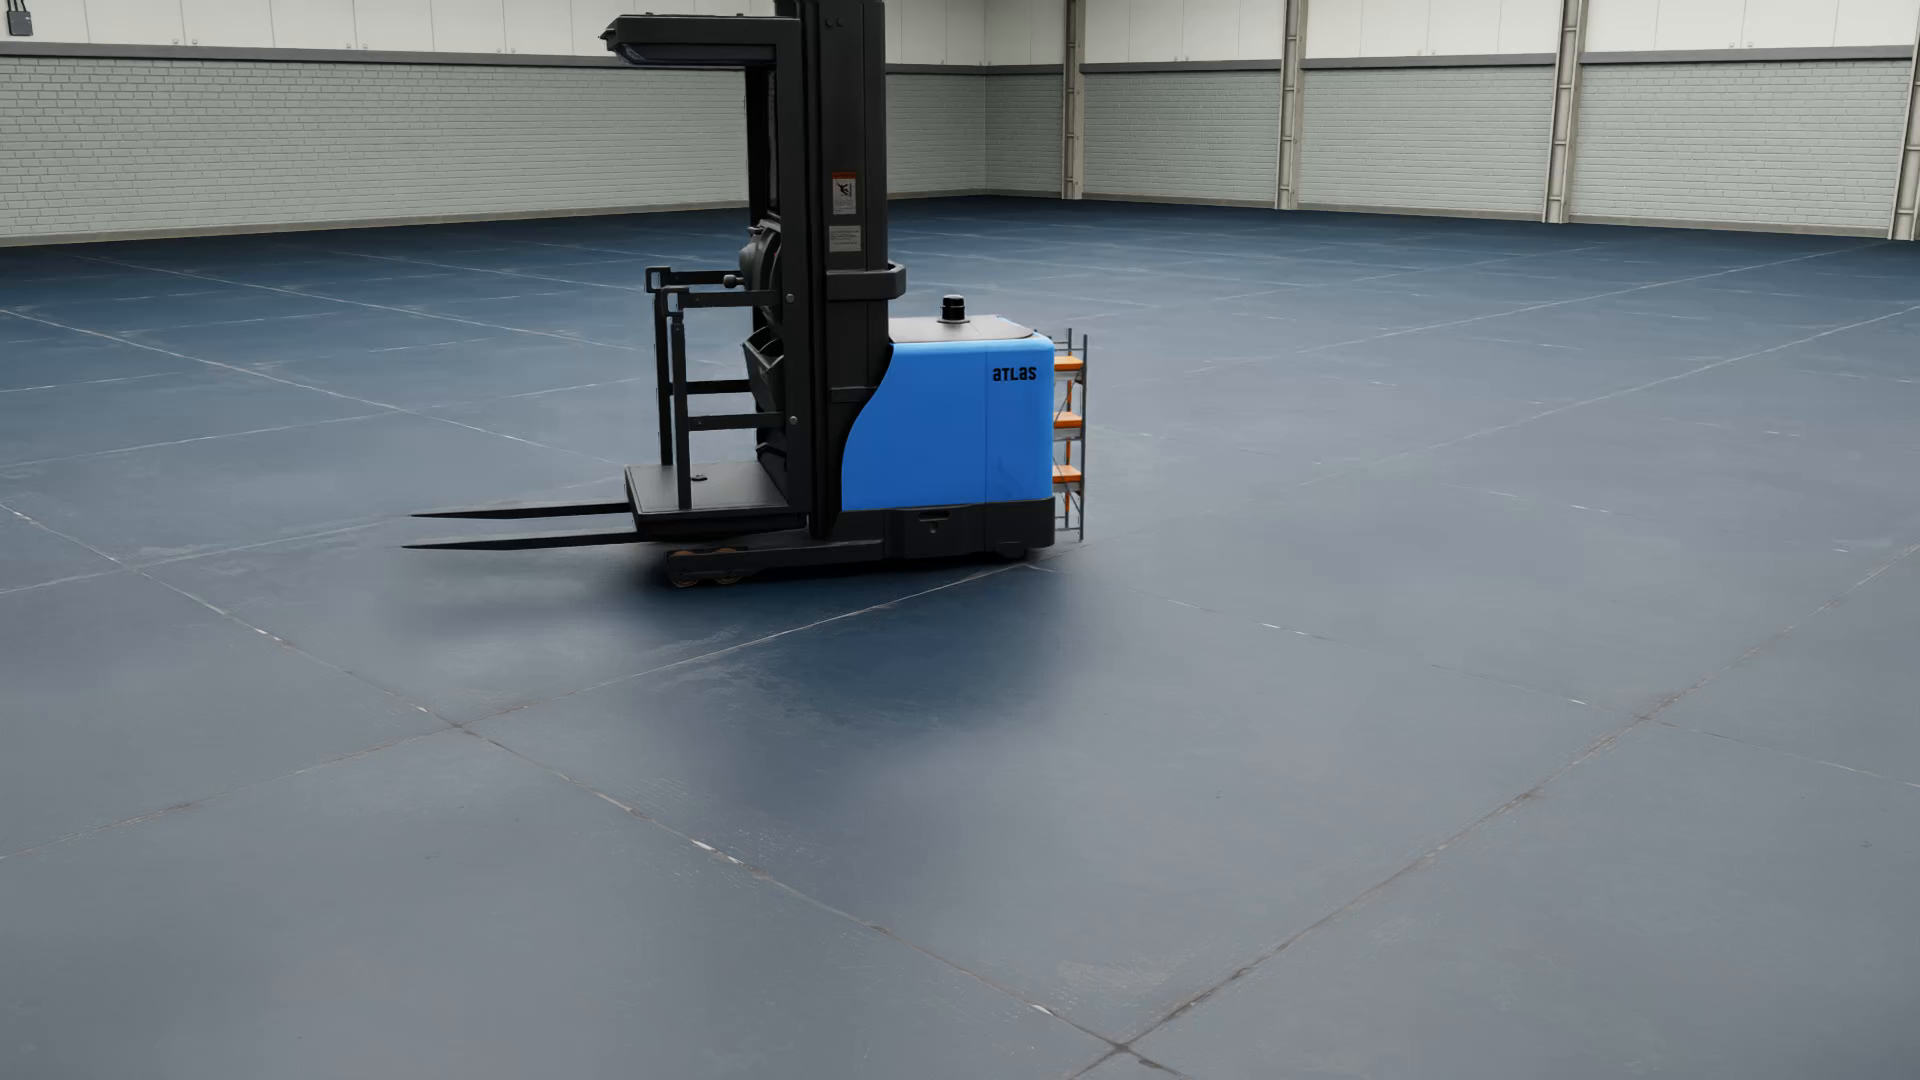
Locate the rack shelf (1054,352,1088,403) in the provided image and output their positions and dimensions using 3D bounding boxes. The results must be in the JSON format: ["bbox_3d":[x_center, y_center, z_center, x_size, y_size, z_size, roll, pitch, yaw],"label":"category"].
[{"bbox_3d":[0.494,-0.786,8.281,0.215,0.259,0.240,-4,15,-14],"label":"rack shelf"}]

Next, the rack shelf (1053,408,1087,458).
[{"bbox_3d":[0.494,-0.511,8.353,0.215,0.259,0.240,-4,15,-14],"label":"rack shelf"}]

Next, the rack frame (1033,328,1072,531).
[{"bbox_3d":[0.464,-0.551,8.465,0.200,1.050,0.008,-4,15,-14],"label":"rack frame"}]

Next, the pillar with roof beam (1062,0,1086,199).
[{"bbox_3d":[-0.321,-11.704,35.502,0.400,9.000,9.100,14,20,42],"label":"pillar with roof beam"}]

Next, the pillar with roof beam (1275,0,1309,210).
[{"bbox_3d":[3.998,-10.653,31.472,0.400,9.000,9.100,14,20,42],"label":"pillar with roof beam"}]

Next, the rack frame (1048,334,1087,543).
[{"bbox_3d":[0.524,-0.491,8.236,0.200,1.050,0.008,-4,15,-14],"label":"rack frame"}]

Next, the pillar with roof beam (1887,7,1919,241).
[{"bbox_3d":[12.636,-8.553,23.412,0.400,9.000,9.100,14,20,42],"label":"pillar with roof beam"}]

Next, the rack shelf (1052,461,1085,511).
[{"bbox_3d":[0.494,-0.242,8.423,0.215,0.259,0.240,-4,15,-14],"label":"rack shelf"}]

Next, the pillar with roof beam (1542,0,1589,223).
[{"bbox_3d":[8.317,-9.603,27.442,0.400,9.000,9.100,14,20,42],"label":"pillar with roof beam"}]

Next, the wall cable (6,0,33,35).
[{"bbox_3d":[-13.800,-10.889,25.631,0.169,6.003,2.305,14,20,42],"label":"wall cable"}]

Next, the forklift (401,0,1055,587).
[{"bbox_3d":[-1.114,-1.350,7.798,3.031,2.935,1.130,-4,15,-14],"label":"forklift"}]

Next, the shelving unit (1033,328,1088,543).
[{"bbox_3d":[0.494,-0.521,8.350,0.215,1.050,0.252,-4,15,-14],"label":"shelving unit"}]
